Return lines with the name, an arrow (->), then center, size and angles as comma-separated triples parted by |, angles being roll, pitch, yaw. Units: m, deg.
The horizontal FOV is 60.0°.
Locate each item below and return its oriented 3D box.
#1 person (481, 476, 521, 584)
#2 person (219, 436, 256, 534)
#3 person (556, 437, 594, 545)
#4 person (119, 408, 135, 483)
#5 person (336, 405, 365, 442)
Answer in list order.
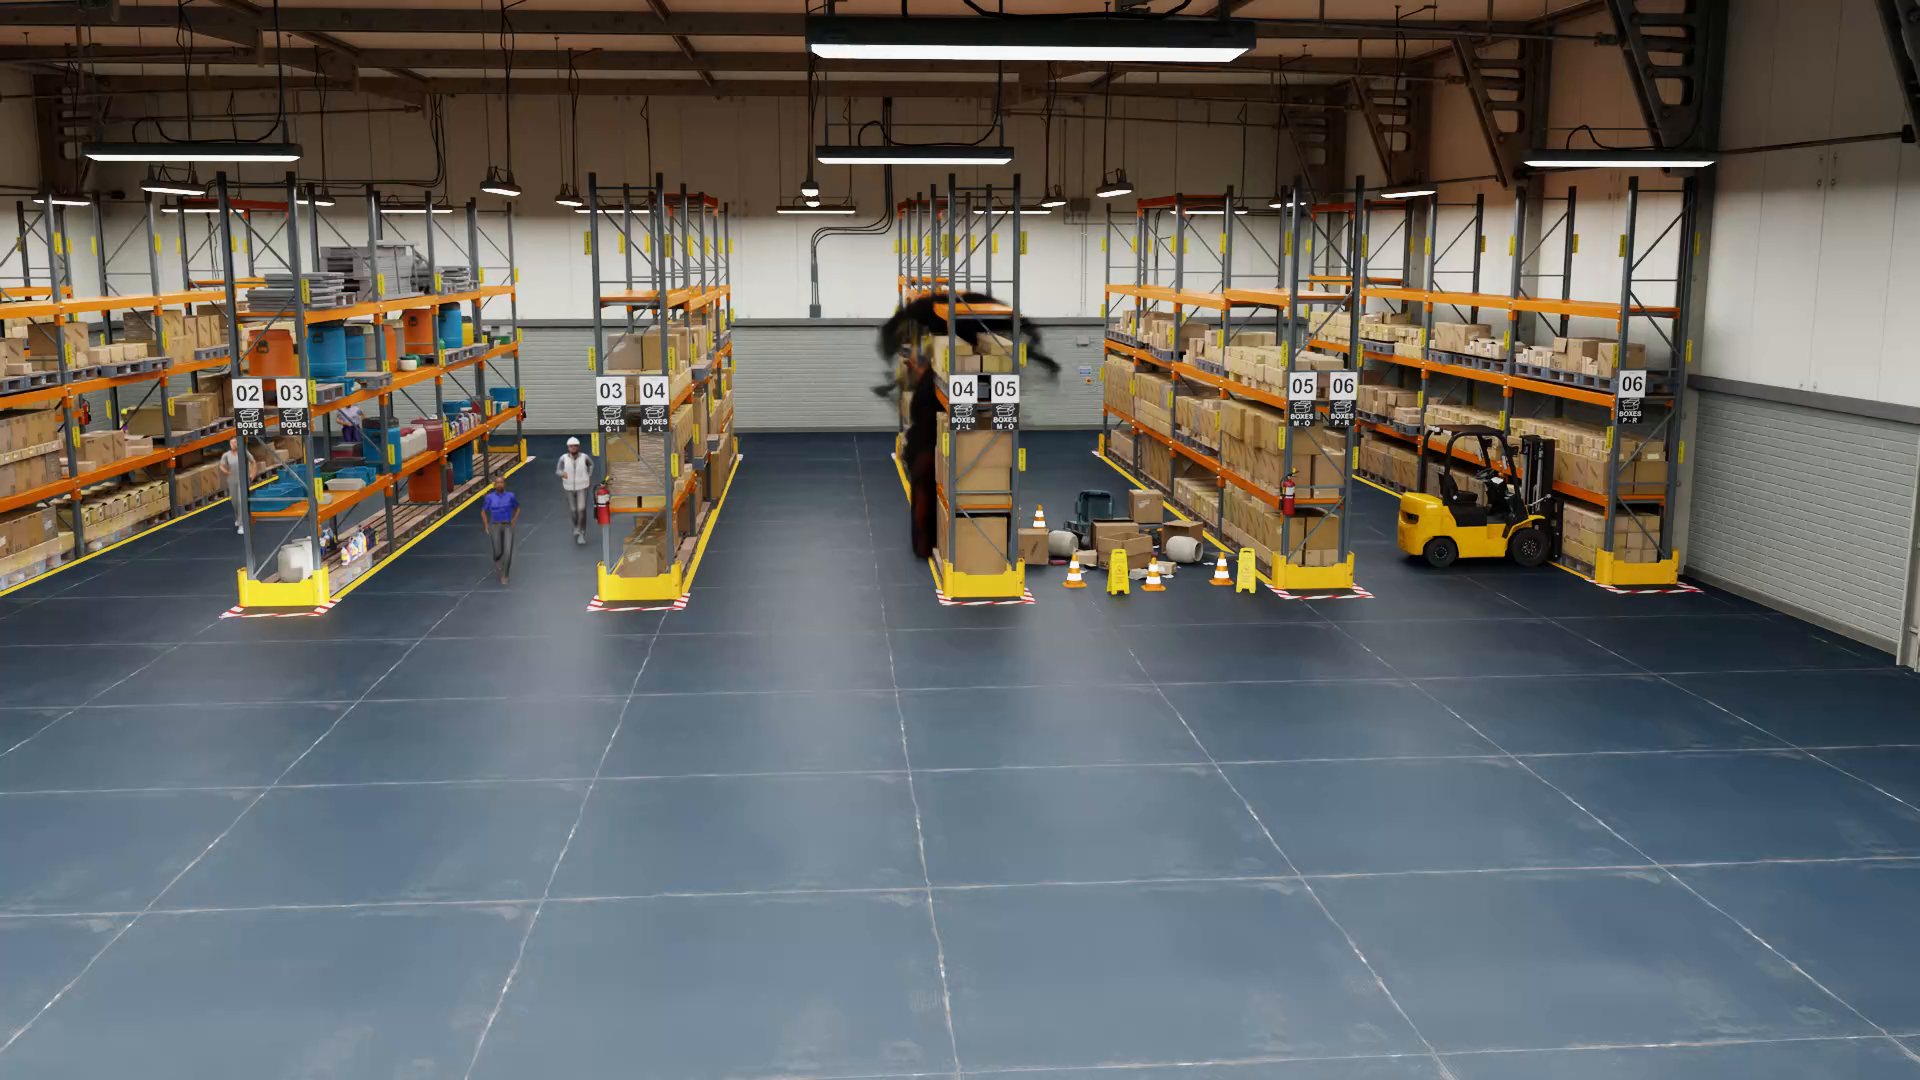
person -> -6.913, -0.169, 25.105 | 0.582, 1.618, 0.578 | -3, 11, -19
person -> -12.835, -1.008, 29.582 | 0.583, 1.696, 0.856 | -2, 10, -14
person -> -6.597, -0.879, 28.535 | 0.610, 1.805, 0.889 | -1, 10, -3
person -> -17.008, -1.827, 33.998 | 0.675, 1.750, 0.771 | -2, 10, -10
person -> -14.003, -2.504, 38.269 | 0.622, 1.589, 0.555 | -3, 10, -17
